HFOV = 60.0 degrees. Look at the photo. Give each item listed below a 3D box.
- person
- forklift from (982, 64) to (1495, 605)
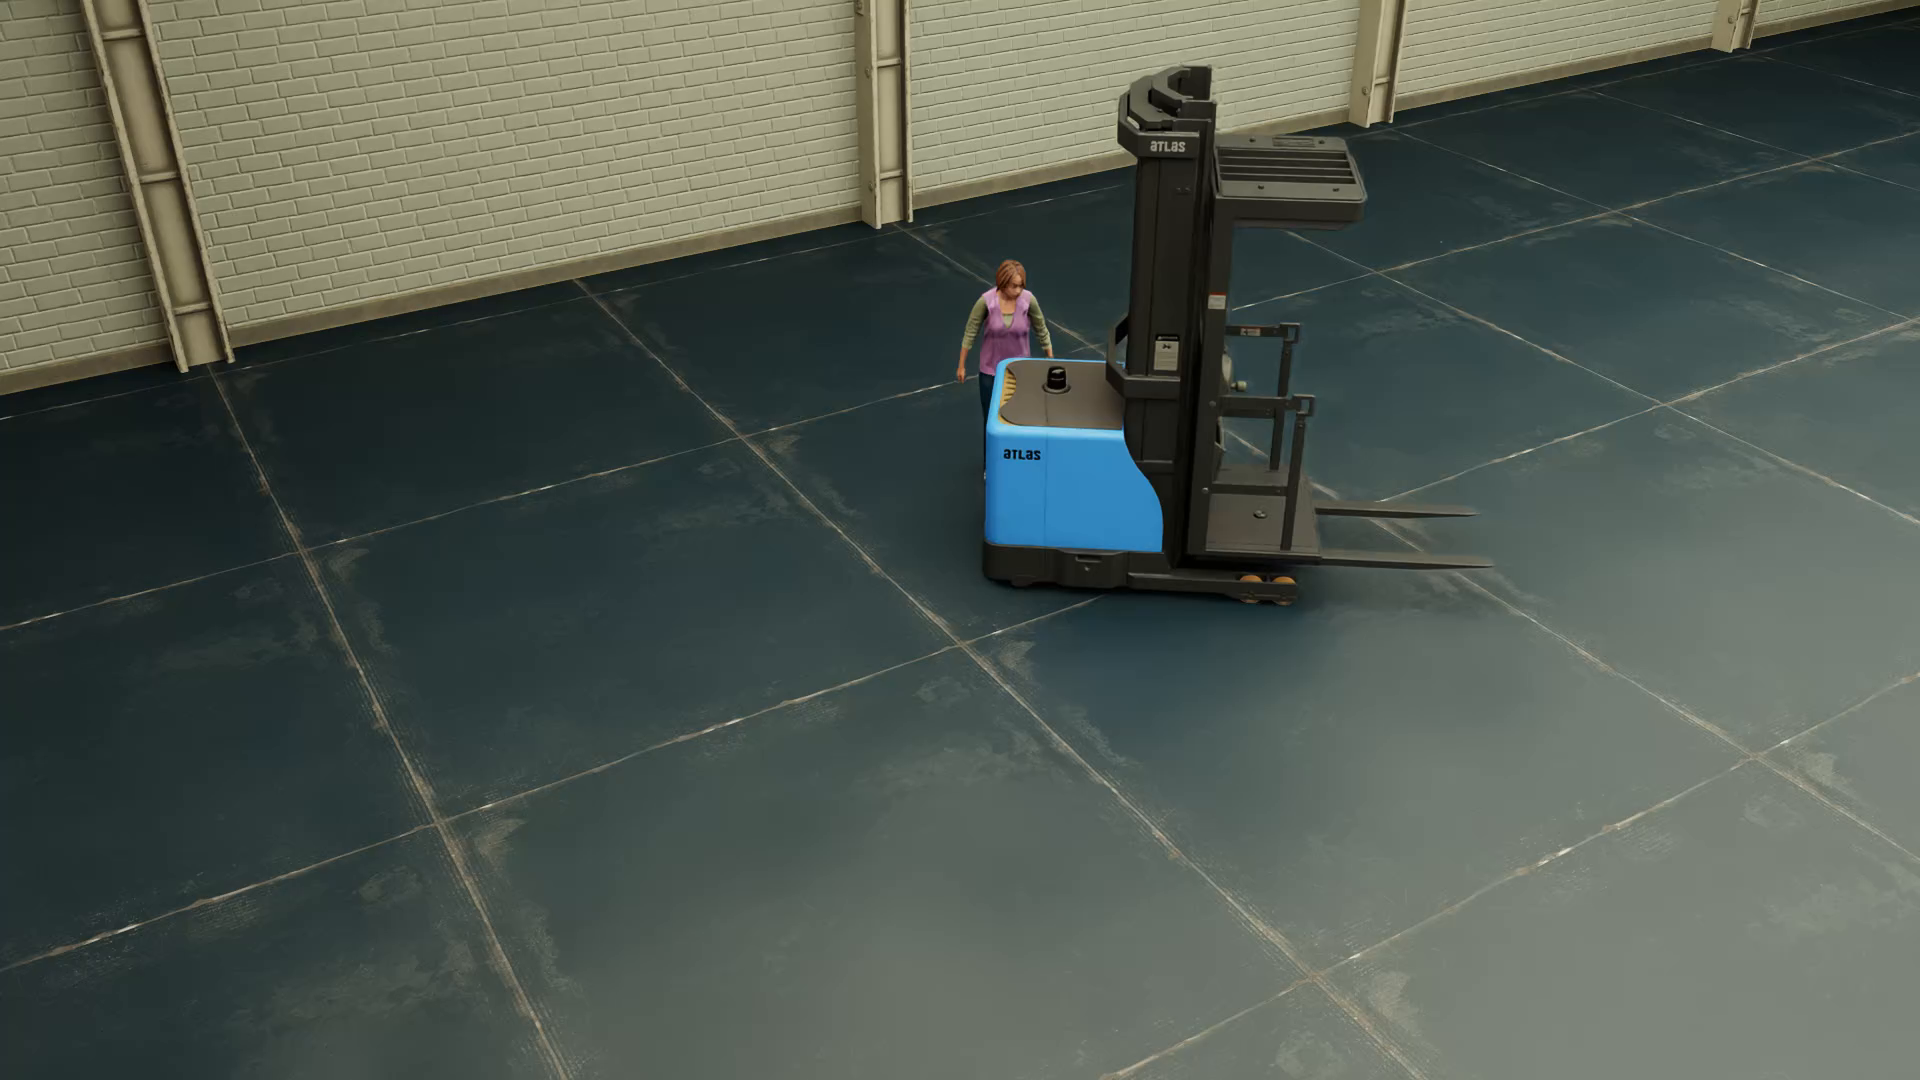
[{"bbox_3d":[0.337,-1.100,10.822,0.708,1.566,0.362,-4,31,-6],"label":"person"},{"bbox_3d":[1.683,-1.159,9.583,3.031,2.935,1.130,3,31,5],"label":"forklift"}]
